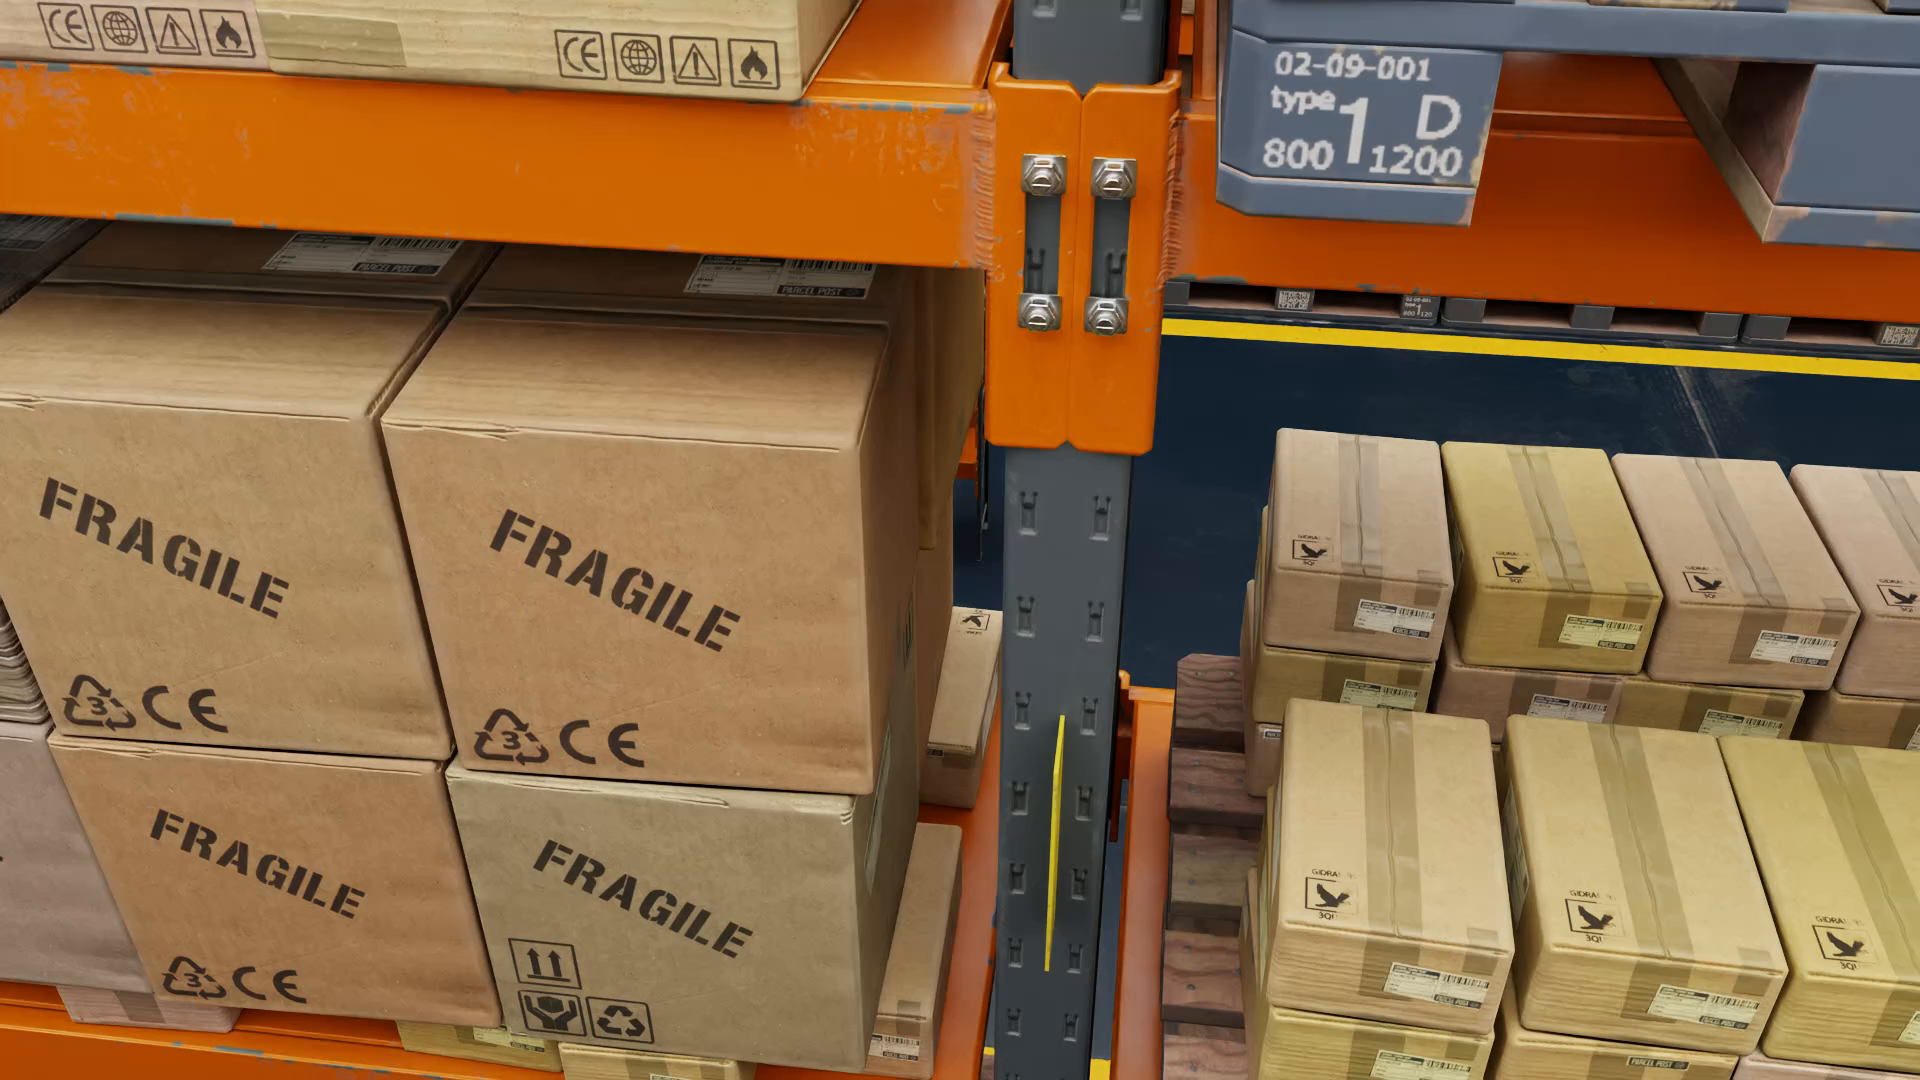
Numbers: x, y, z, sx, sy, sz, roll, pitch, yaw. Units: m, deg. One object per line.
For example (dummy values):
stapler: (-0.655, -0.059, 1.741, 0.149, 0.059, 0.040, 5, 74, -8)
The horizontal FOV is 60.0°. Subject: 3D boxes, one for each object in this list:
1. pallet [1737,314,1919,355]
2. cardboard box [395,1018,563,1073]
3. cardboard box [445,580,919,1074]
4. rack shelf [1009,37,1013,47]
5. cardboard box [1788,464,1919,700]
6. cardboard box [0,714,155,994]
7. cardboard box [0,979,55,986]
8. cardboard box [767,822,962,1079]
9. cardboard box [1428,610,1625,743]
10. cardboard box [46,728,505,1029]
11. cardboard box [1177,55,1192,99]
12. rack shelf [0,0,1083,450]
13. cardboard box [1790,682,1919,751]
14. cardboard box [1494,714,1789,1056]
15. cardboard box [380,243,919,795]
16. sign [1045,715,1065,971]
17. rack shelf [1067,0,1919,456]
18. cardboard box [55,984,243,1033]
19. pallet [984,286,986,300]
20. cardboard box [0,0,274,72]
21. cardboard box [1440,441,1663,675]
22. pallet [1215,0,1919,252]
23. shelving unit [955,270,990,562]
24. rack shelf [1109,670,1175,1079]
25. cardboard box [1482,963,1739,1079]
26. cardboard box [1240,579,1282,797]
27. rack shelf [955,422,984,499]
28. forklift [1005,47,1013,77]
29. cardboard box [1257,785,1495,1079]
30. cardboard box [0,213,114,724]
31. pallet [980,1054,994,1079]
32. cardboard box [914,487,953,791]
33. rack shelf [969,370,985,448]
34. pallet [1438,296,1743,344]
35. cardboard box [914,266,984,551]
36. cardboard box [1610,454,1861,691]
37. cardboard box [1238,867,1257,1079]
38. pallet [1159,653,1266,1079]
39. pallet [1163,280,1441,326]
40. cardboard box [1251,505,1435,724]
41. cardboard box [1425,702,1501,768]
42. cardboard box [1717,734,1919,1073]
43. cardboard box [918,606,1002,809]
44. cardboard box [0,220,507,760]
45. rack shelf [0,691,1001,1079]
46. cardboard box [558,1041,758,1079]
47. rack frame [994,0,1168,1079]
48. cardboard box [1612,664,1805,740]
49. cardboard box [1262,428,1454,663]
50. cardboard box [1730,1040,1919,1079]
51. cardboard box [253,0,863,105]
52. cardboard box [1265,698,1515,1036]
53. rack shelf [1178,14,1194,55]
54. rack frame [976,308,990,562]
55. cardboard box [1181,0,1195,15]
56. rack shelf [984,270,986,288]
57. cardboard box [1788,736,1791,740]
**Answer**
pallet: (3.896, -1.137, 7.162, 1.213, 0.211, 1.003, 4, 36, 6)
cardboard box: (-0.669, 0.599, 2.545, 0.250, 0.149, 0.380, 6, 36, 8)
cardboard box: (-0.345, 0.358, 2.323, 0.500, 0.500, 0.500, 4, 36, 6)
rack shelf: (-1.282, -2.322, 7.040, 4.000, 0.370, 1.077, 4, 36, 6)
cardboard box: (1.377, 0.059, 2.428, 0.250, 0.149, 0.380, 4, 36, 6)
cardboard box: (-1.353, 0.282, 2.431, 0.500, 0.500, 0.500, 4, 36, 6)
cardboard box: (-1.440, 0.513, 2.665, 0.250, 0.149, 0.380, 4, 36, 5)
cardboard box: (-0.142, 0.609, 2.530, 0.250, 0.149, 0.380, 4, 36, 5)
cardboard box: (0.853, 0.138, 2.573, 0.250, 0.149, 0.380, 4, 36, 6)
cardboard box: (-0.859, 0.319, 2.378, 0.500, 0.500, 0.500, 3, 36, 5)
cardboard box: (1.327, -1.773, 7.119, 0.875, 0.875, 0.875, 5, 36, 7)
rack shelf: (-1.813, -0.683, 2.162, 4.000, 0.370, 1.077, 4, 36, 6)
cardboard box: (1.370, 0.176, 2.520, 0.250, 0.149, 0.380, 3, 36, 4)
cardboard box: (0.781, 0.394, 1.959, 0.250, 0.149, 0.380, 5, 36, 7)
cardboard box: (-0.329, -0.054, 2.041, 0.500, 0.500, 0.500, 3, 36, 4)
sign: (0.110, 0.354, 1.926, 0.005, 0.325, 0.100, 4, 36, 6)
rack shelf: (2.155, -0.387, 1.747, 4.000, 0.370, 1.077, 4, 36, 6)
cardboard box: (-1.195, 0.563, 2.596, 0.250, 0.149, 0.380, 3, 36, 4)
pallet: (-0.043, -1.433, 7.576, 1.213, 0.211, 1.003, 4, 36, 6)
cardboard box: (-0.844, -0.691, 1.683, 0.500, 0.250, 0.500, 4, 36, 6)
cardboard box: (0.861, 0.019, 2.484, 0.250, 0.149, 0.380, 3, 36, 5)
pallet: (0.770, -0.644, 1.650, 1.003, 0.211, 1.213, 4, 36, 6)
shelving unit: (-0.164, -0.501, 5.419, 0.503, 1.200, 0.258, 4, 36, 6)
rack shelf: (2.155, 0.834, 2.618, 4.000, 0.370, 1.077, 4, 36, 6)
cardboard box: (0.761, 0.516, 2.044, 0.250, 0.149, 0.380, 4, 36, 5)
cardboard box: (0.590, 0.240, 2.686, 0.250, 0.149, 0.380, 3, 36, 5)
rack shelf: (-0.164, -0.284, 5.573, 0.480, 0.148, 0.258, 4, 36, 6)
forklift: (1.540, -3.825, 8.586, 3.031, 2.935, 1.130, 4, 36, 5)
cardboard box: (0.503, 0.498, 2.069, 0.250, 0.149, 0.380, 5, 36, 7)
cardboard box: (-1.349, -0.136, 2.155, 0.500, 0.500, 0.500, 5, 36, 7)
pallet: (-0.499, 1.499, 3.468, 1.213, 0.211, 1.003, 4, 36, 6)
cardboard box: (-0.288, 0.050, 2.756, 0.500, 0.500, 0.500, 4, 36, 5)
rack shelf: (-0.164, -0.446, 5.458, 0.480, 0.148, 0.258, 4, 36, 6)
pallet: (2.690, -1.229, 7.290, 1.213, 0.211, 1.003, 4, 36, 6)
cardboard box: (-0.245, -0.349, 2.454, 0.500, 0.500, 0.500, 5, 36, 7)
cardboard box: (1.117, 0.039, 2.455, 0.250, 0.149, 0.380, 3, 36, 4)
cardboard box: (0.503, 0.619, 2.156, 0.250, 0.149, 0.380, 3, 36, 4)
pallet: (0.911, 0.612, 2.476, 1.213, 0.211, 1.003, 4, 36, 6)
pallet: (1.476, -1.318, 7.415, 1.213, 0.211, 1.003, 4, 36, 6)
cardboard box: (0.591, 0.119, 2.600, 0.250, 0.149, 0.380, 5, 36, 7)
cardboard box: (0.848, 0.259, 2.660, 0.250, 0.149, 0.380, 4, 36, 6)
cardboard box: (1.035, 0.414, 1.930, 0.250, 0.149, 0.380, 5, 36, 6)
cardboard box: (-0.068, 0.286, 2.983, 0.250, 0.149, 0.380, 6, 36, 8)
cardboard box: (-0.843, -0.090, 2.091, 0.500, 0.500, 0.500, 3, 36, 4)
rack shelf: (-1.813, 0.538, 3.033, 4.000, 0.370, 1.077, 4, 36, 6)
cardboard box: (-0.411, 0.653, 2.469, 0.250, 0.149, 0.380, 3, 36, 5)
rack frame: (0.171, 0.395, 2.614, 0.053, 2.616, 0.949, 4, 36, 6)
cardboard box: (1.098, 0.158, 2.545, 0.250, 0.149, 0.380, 6, 36, 8)
cardboard box: (0.594, 0.000, 2.511, 0.250, 0.149, 0.380, 6, 36, 8)
cardboard box: (1.017, 0.535, 2.018, 0.250, 0.149, 0.380, 5, 36, 7)
cardboard box: (-0.350, -0.647, 1.622, 0.500, 0.250, 0.500, 5, 36, 7)
cardboard box: (0.503, 0.377, 1.983, 0.250, 0.149, 0.380, 6, 36, 8)
rack shelf: (2.685, -2.026, 6.625, 4.000, 0.370, 1.077, 4, 36, 6)
rack frame: (0.078, -0.483, 5.393, 0.015, 1.200, 0.240, 4, 36, 6)
cardboard box: (1.104, -2.221, 6.408, 0.500, 0.250, 0.500, 3, 36, 5)
rack shelf: (-0.164, -0.820, 5.190, 0.480, 0.148, 0.258, 4, 36, 6)
cardboard box: (1.344, 0.297, 2.606, 0.250, 0.149, 0.380, 3, 36, 4)
